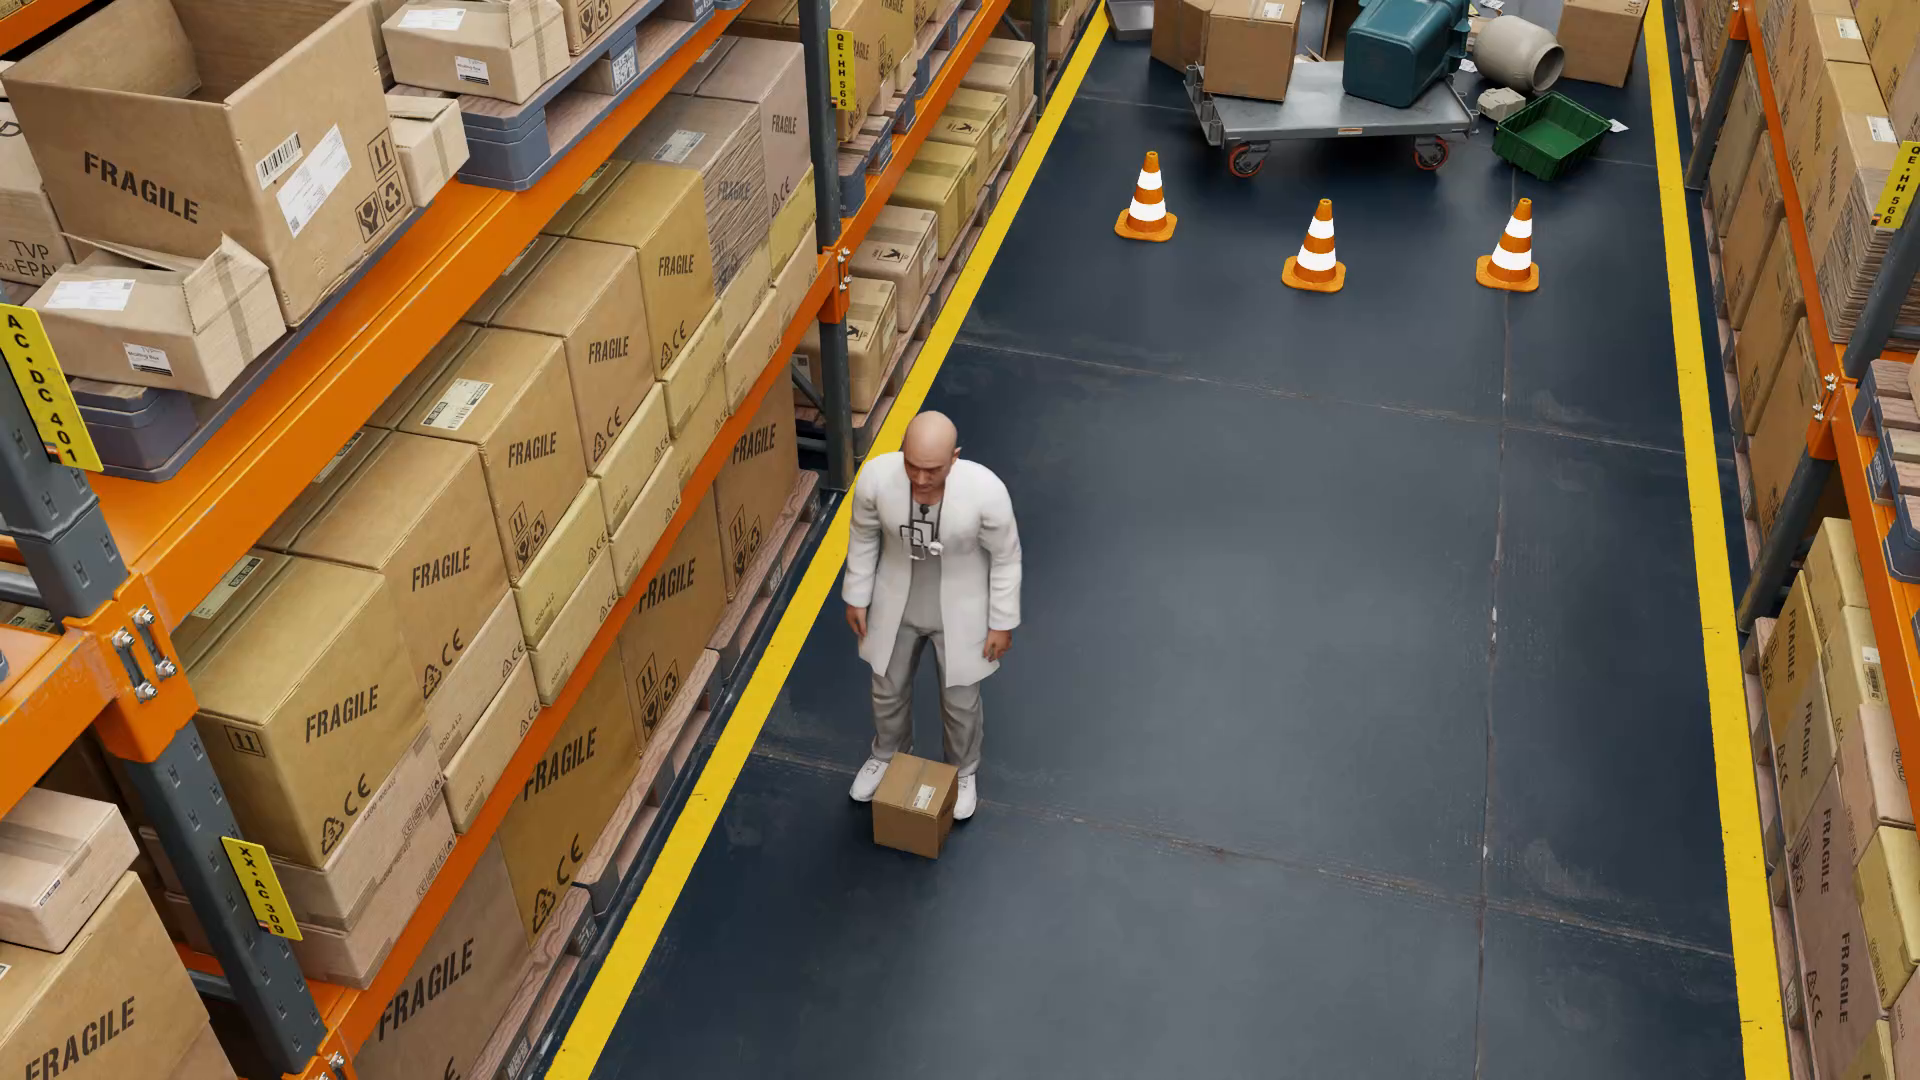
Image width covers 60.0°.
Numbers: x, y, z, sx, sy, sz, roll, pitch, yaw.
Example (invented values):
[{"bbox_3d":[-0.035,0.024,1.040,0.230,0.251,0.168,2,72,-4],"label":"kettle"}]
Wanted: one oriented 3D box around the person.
[{"bbox_3d":[-0.103,0.250,5.877,0.648,1.774,0.418,9,41,11],"label":"person"}]
